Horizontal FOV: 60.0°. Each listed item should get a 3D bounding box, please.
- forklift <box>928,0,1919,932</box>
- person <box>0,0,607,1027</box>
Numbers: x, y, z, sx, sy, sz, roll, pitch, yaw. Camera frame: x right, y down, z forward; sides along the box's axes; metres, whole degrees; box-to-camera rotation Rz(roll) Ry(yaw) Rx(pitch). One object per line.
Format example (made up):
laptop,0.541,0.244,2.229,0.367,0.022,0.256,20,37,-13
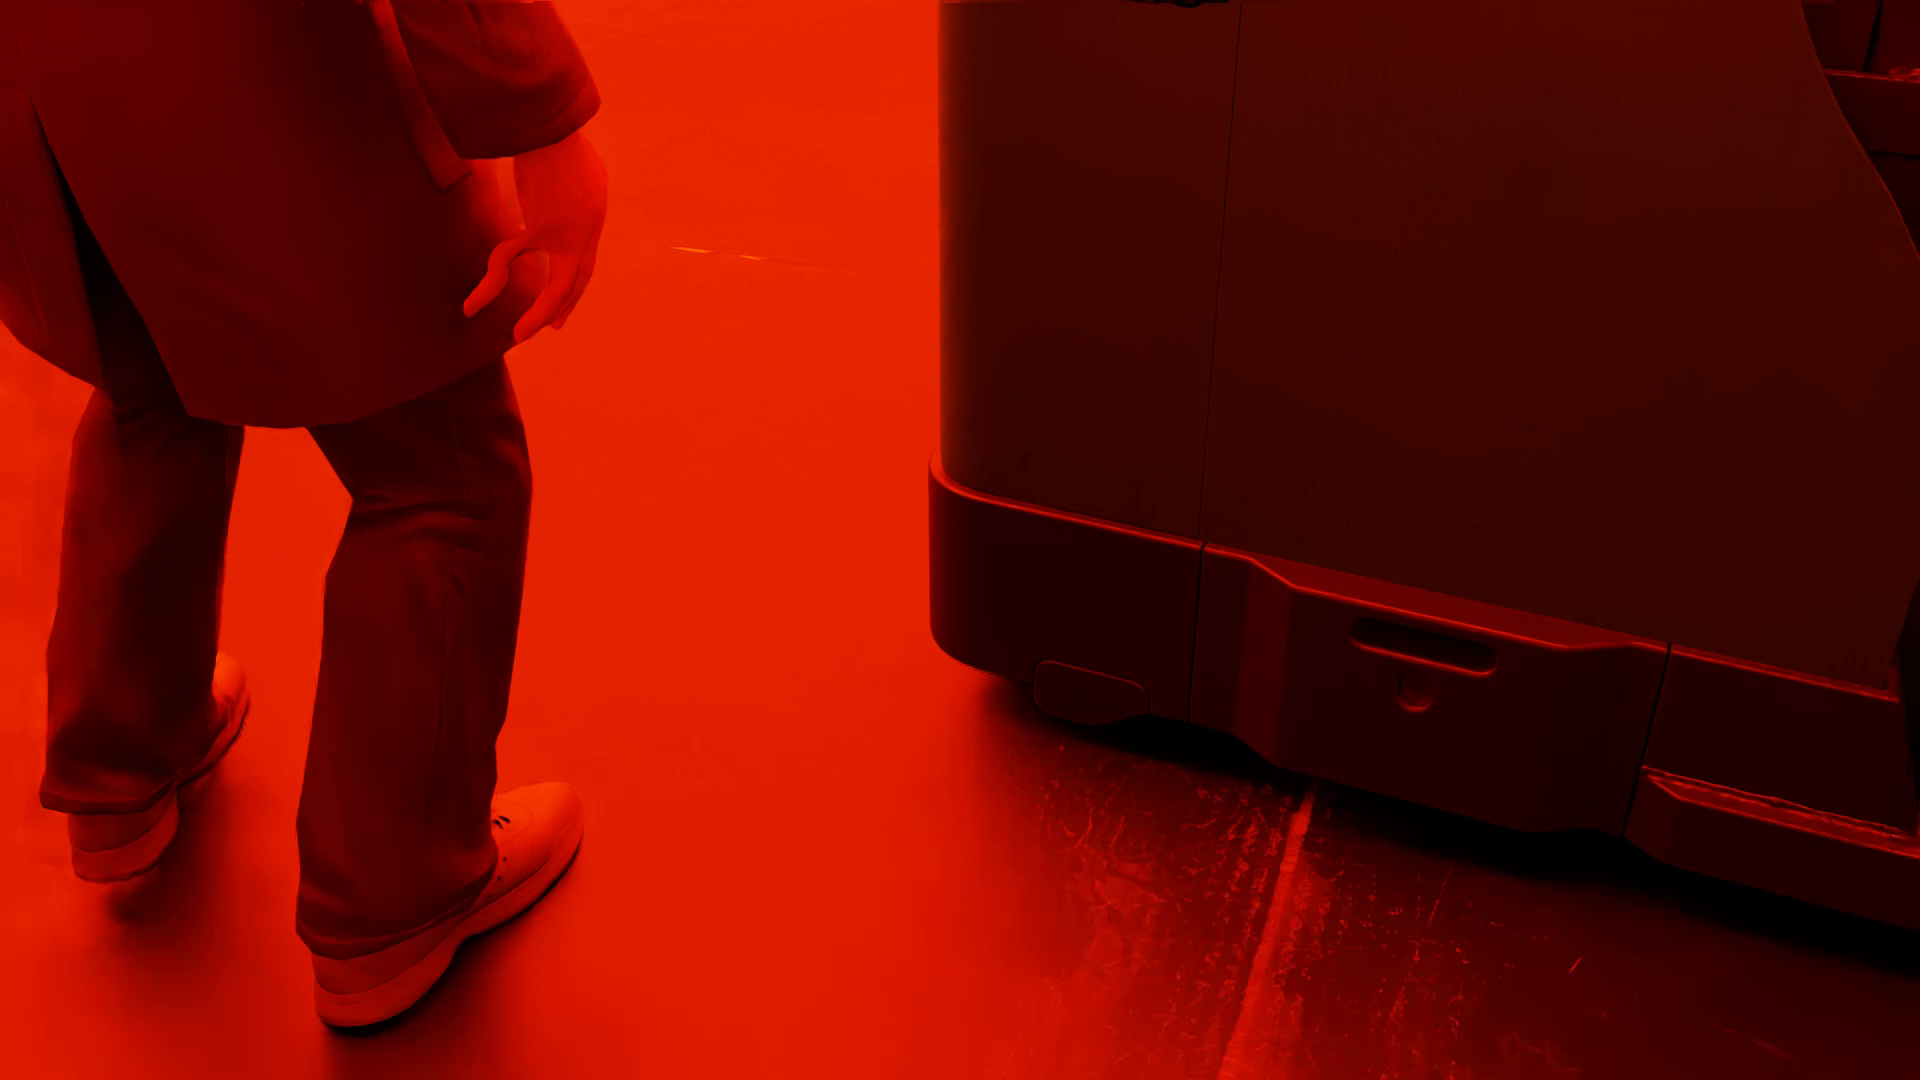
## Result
forklift,1.520,-0.992,1.277,3.031,2.935,1.130,13,32,22
person,-0.647,-0.391,1.415,0.825,1.751,0.419,11,31,19
